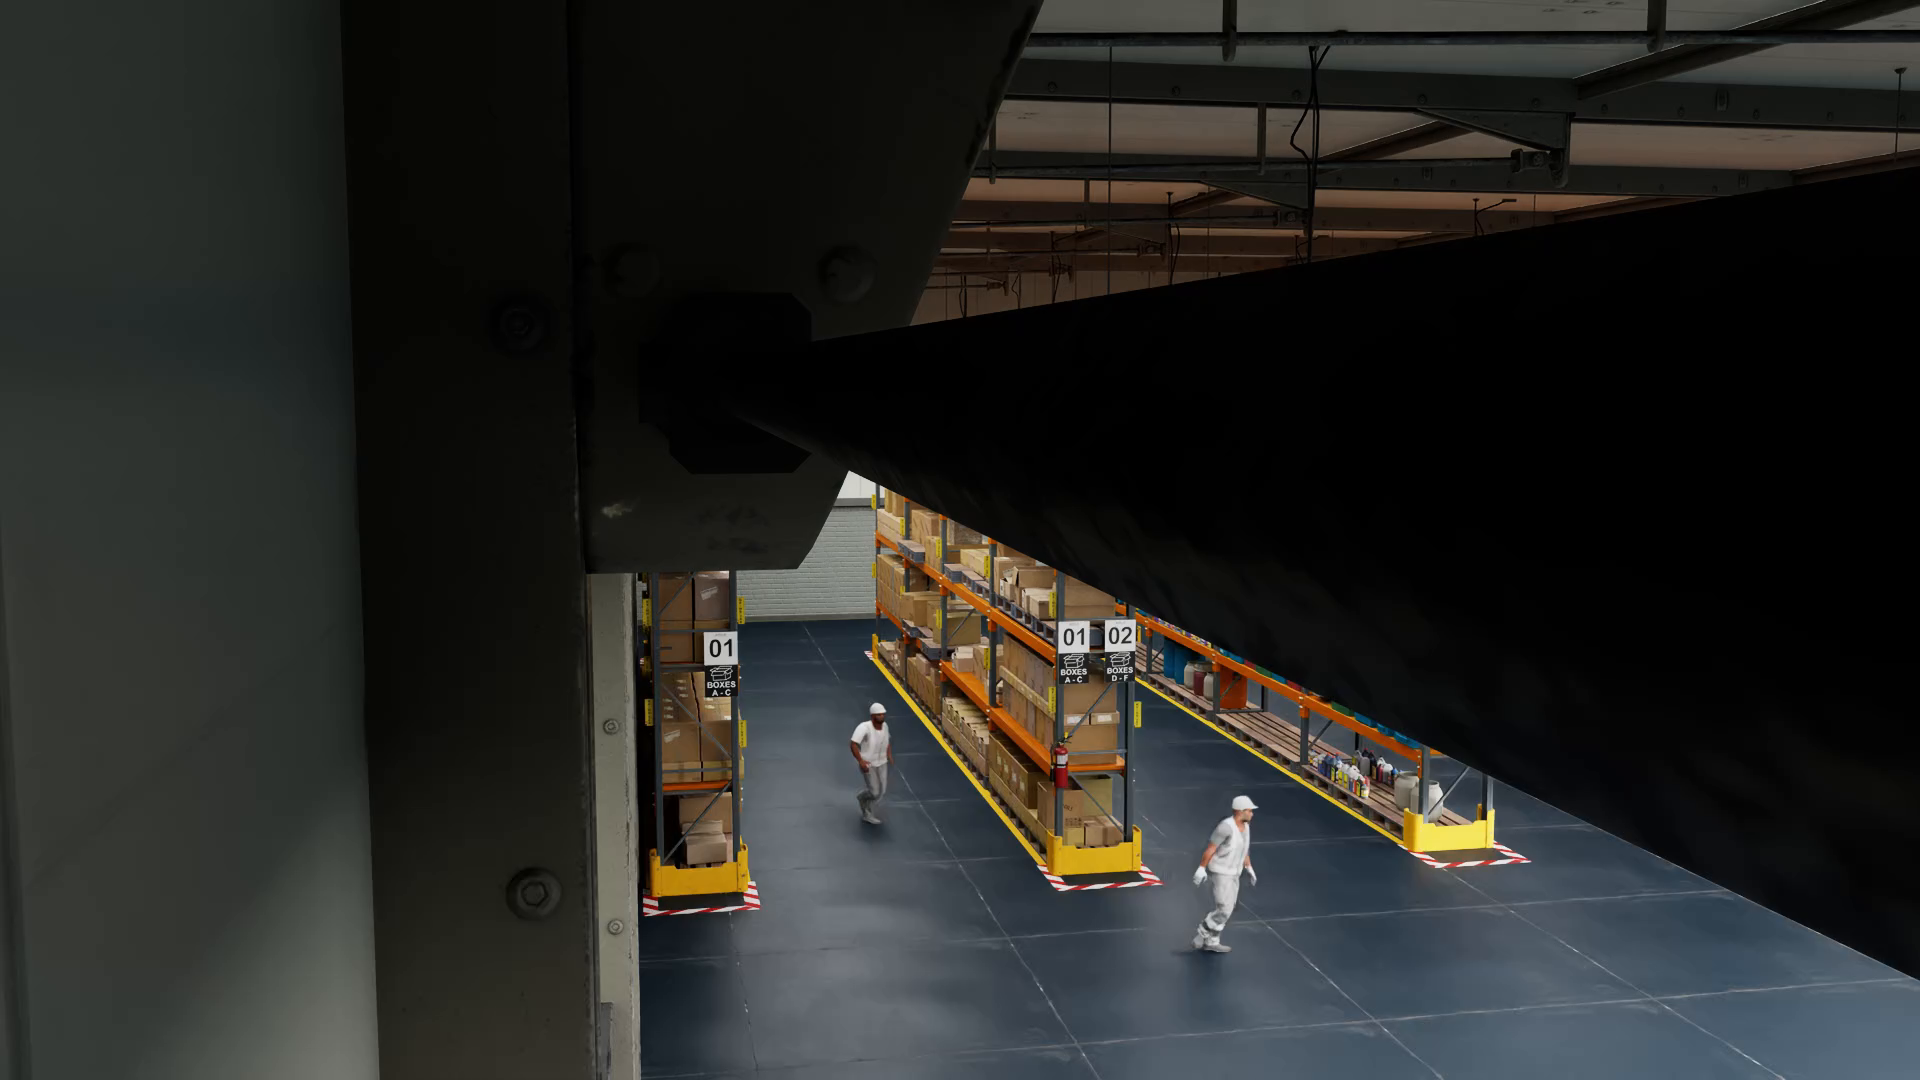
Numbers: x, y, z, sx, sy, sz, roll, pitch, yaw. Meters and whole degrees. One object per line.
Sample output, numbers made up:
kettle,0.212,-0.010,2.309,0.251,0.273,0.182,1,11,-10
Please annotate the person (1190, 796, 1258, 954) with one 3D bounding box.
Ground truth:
person,2.879,3.619,18.013,0.592,1.748,0.696,5,8,41

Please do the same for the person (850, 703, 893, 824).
person,-1.250,3.106,23.243,0.699,1.702,0.589,-5,7,-37
